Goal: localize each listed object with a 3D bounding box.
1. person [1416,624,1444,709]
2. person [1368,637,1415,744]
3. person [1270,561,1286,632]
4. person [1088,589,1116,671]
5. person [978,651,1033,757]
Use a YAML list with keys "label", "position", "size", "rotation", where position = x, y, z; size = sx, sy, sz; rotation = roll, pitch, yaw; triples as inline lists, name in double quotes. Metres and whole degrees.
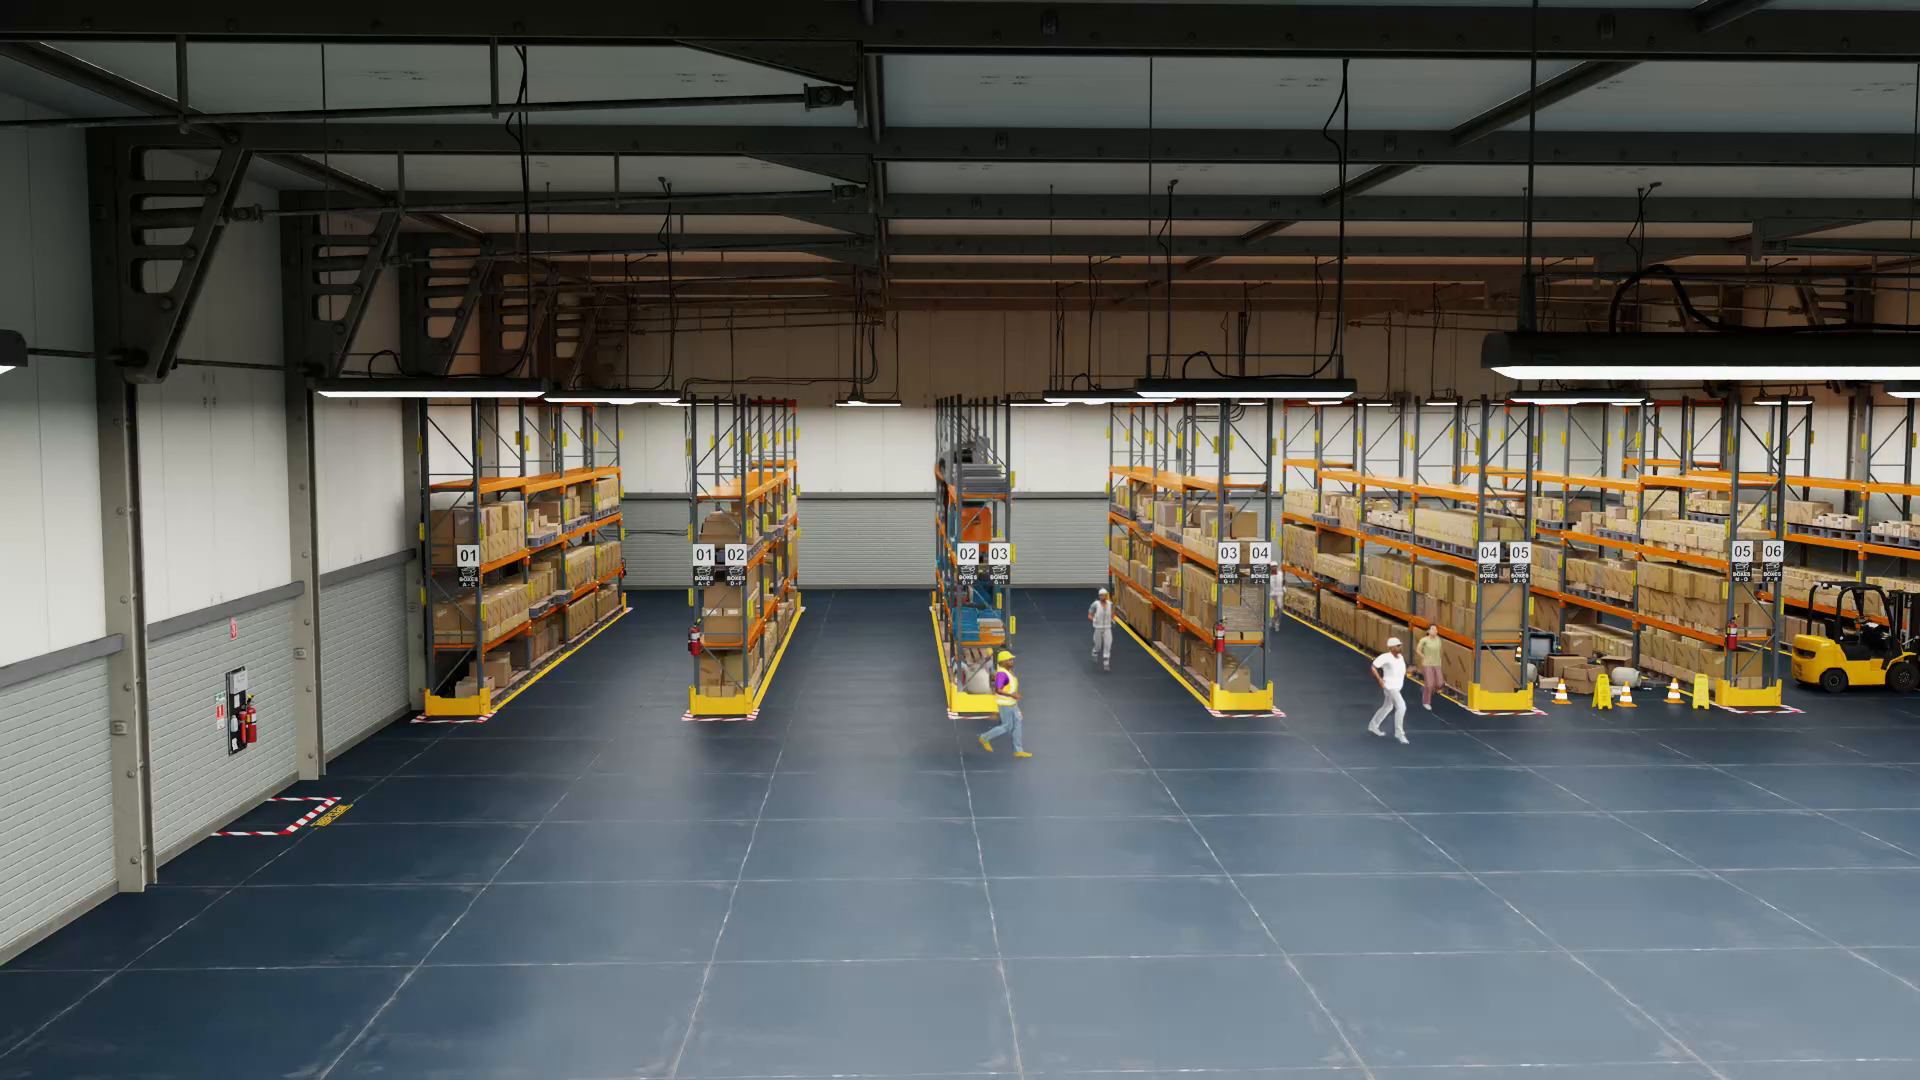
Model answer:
- label: "person"
  position: [9.021, 2.414, 31.832]
  size: [0.594, 1.642, 0.549]
  rotation: [-1, 5, -15]
- label: "person"
  position: [7.463, 2.587, 28.773]
  size: [0.788, 1.831, 0.665]
  rotation: [3, 6, 35]
- label: "person"
  position: [8.126, 1.459, 43.045]
  size: [0.680, 1.830, 0.741]
  rotation: [0, 5, 3]
- label: "person"
  position: [3.123, 1.944, 36.623]
  size: [0.634, 1.777, 0.984]
  rotation: [-1, 5, -8]
- label: "person"
  position: [0.752, 2.687, 27.242]
  size: [0.897, 1.745, 0.712]
  rotation: [1, 5, 14]
